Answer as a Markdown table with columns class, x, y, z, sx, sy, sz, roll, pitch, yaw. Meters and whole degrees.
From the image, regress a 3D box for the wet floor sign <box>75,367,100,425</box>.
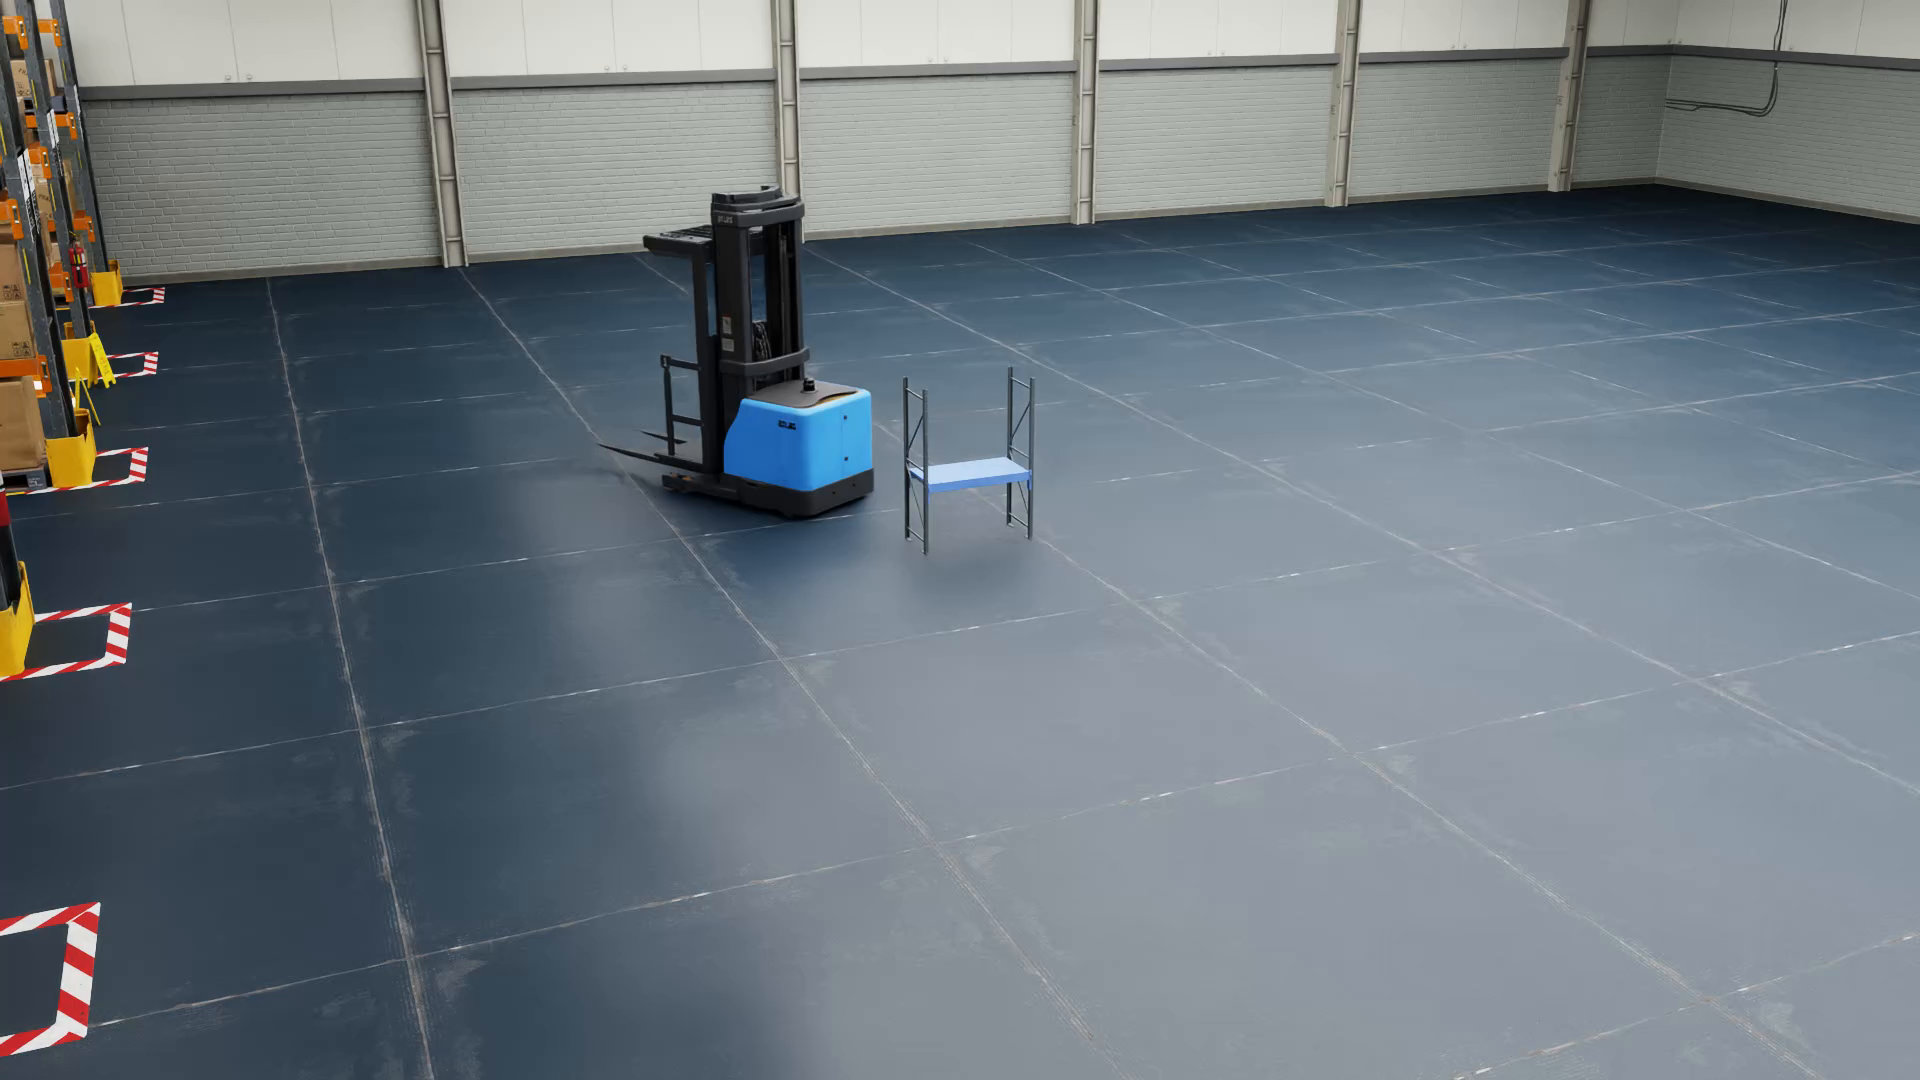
| class | x | y | z | sx | sy | sz | roll | pitch | yaw |
| --- | --- | --- | --- | --- | --- | --- | --- | --- | --- |
| wet floor sign | -9.853 | -1.615 | 18.671 | 0.232 | 0.644 | 0.267 | -12 | 23 | -31 |

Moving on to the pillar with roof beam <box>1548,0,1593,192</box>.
| class | x | y | z | sx | sy | sz | roll | pitch | yaw |
| --- | --- | --- | --- | --- | --- | --- | --- | --- | --- |
| pillar with roof beam | 15.137 | -10.774 | 32.105 | 0.400 | 9.000 | 9.100 | -8 | 21 | -22 |

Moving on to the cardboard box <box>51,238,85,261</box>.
| class | x | y | z | sx | sy | sz | roll | pitch | yaw |
| --- | --- | --- | --- | --- | --- | --- | --- | --- | --- |
| cardboard box | -13.417 | -4.344 | 24.880 | 0.500 | 0.250 | 0.500 | -7 | 21 | -20 |

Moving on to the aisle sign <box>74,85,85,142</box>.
| class | x | y | z | sx | sy | sz | roll | pitch | yaw |
| --- | --- | --- | --- | --- | --- | --- | --- | --- | --- |
| aisle sign | -12.941 | -6.273 | 24.439 | 0.004 | 0.787 | 0.394 | -8 | 21 | -22 |

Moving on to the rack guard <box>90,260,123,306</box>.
| class | x | y | z | sx | sy | sz | roll | pitch | yaw |
| --- | --- | --- | --- | --- | --- | --- | --- | --- | --- |
| rack guard | -13.096 | -3.952 | 25.525 | 0.348 | 0.500 | 1.175 | -8 | 21 | -22 |

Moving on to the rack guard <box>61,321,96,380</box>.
| class | x | y | z | sx | sy | sz | roll | pitch | yaw |
| --- | --- | --- | --- | --- | --- | --- | --- | --- | --- |
| rack guard | -11.218 | -2.425 | 21.190 | 0.348 | 0.500 | 1.175 | -8 | 21 | -22 |

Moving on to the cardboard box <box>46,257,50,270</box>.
| class | x | y | z | sx | sy | sz | roll | pitch | yaw |
| --- | --- | --- | --- | --- | --- | --- | --- | --- | --- |
| cardboard box | -11.407 | -3.381 | 20.520 | 0.250 | 0.149 | 0.380 | -7 | 21 | -20 |

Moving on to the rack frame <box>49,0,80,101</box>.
| class | x | y | z | sx | sy | sz | roll | pitch | yaw |
| --- | --- | --- | --- | --- | --- | --- | --- | --- | --- |
| rack frame | -13.118 | -7.957 | 24.105 | 0.127 | 3.000 | 1.000 | -8 | 21 | -22 |

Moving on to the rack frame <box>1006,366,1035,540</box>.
| class | x | y | z | sx | sy | sz | roll | pitch | yaw |
| --- | --- | --- | --- | --- | --- | --- | --- | --- | --- |
| rack frame | 0.545 | -0.786 | 15.028 | 0.032 | 1.500 | 0.500 | -8 | 21 | -22 |

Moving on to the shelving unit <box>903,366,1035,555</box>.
| class | x | y | z | sx | sy | sz | roll | pitch | yaw |
| --- | --- | --- | --- | --- | --- | --- | --- | --- | --- |
| shelving unit | 0.078 | -0.719 | 14.838 | 1.048 | 1.500 | 0.538 | -8 | 21 | -22 |

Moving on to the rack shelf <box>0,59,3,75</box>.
| class | x | y | z | sx | sy | sz | roll | pitch | yaw |
| --- | --- | --- | --- | --- | --- | --- | --- | --- | --- |
| rack shelf | -10.932 | -4.157 | 14.996 | 4.000 | 0.370 | 1.077 | -8 | 21 | -22 |

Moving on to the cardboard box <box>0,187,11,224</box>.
| class | x | y | z | sx | sy | sz | roll | pitch | yaw |
| --- | --- | --- | --- | --- | --- | --- | --- | --- | --- |
| cardboard box | -11.531 | -4.140 | 20.191 | 0.500 | 0.500 | 0.700 | -9 | 21 | -23 |

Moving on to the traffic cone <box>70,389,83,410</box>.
| class | x | y | z | sx | sy | sz | roll | pitch | yaw |
| --- | --- | --- | --- | --- | --- | --- | --- | --- | --- |
| traffic cone | -10.281 | -1.674 | 19.112 | 0.334 | 0.463 | 0.336 | -8 | 21 | -22 |

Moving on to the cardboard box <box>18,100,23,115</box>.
| class | x | y | z | sx | sy | sz | roll | pitch | yaw |
| --- | --- | --- | --- | --- | --- | --- | --- | --- | --- |
| cardboard box | -11.342 | -5.152 | 19.832 | 0.250 | 0.149 | 0.380 | -8 | 21 | -21 |

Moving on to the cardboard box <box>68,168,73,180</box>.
| class | x | y | z | sx | sy | sz | roll | pitch | yaw |
| --- | --- | --- | --- | --- | --- | --- | --- | --- | --- |
| cardboard box | -13.532 | -5.515 | 25.075 | 0.250 | 0.149 | 0.380 | -9 | 21 | -23 |

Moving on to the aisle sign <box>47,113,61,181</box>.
| class | x | y | z | sx | sy | sz | roll | pitch | yaw |
| --- | --- | --- | --- | --- | --- | --- | --- | --- | --- |
| aisle sign | -10.977 | -4.760 | 20.144 | 0.004 | 0.787 | 0.394 | -8 | 21 | -22 |

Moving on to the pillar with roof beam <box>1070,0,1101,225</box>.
| class | x | y | z | sx | sy | sz | roll | pitch | yaw |
| --- | --- | --- | --- | --- | --- | --- | --- | --- | --- |
| pillar with roof beam | 4.118 | -9.196 | 27.622 | 0.400 | 9.000 | 9.100 | -8 | 21 | -22 |

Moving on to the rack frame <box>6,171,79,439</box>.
| class | x | y | z | sx | sy | sz | roll | pitch | yaw |
| --- | --- | --- | --- | --- | --- | --- | --- | --- | --- |
| rack frame | -9.095 | -2.118 | 16.554 | 0.127 | 3.000 | 1.000 | -8 | 21 | -22 |

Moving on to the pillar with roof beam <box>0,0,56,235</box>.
| class | x | y | z | sx | sy | sz | roll | pitch | yaw |
| --- | --- | --- | --- | --- | --- | --- | --- | --- | --- |
| pillar with roof beam | -12.409 | -6.828 | 20.897 | 0.400 | 9.000 | 9.100 | -8 | 21 | -22 |

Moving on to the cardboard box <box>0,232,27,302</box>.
| class | x | y | z | sx | sy | sz | roll | pitch | yaw |
| --- | --- | --- | --- | --- | --- | --- | --- | --- | --- |
| cardboard box | -9.451 | -2.661 | 16.245 | 0.550 | 0.550 | 0.875 | -8 | 21 | -22 |

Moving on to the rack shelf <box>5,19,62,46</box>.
| class | x | y | z | sx | sy | sz | roll | pitch | yaw |
| --- | --- | --- | --- | --- | --- | --- | --- | --- | --- |
| rack shelf | -14.955 | -7.166 | 23.543 | 4.000 | 0.370 | 1.077 | -8 | 21 | -22 |

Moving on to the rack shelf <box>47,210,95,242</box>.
| class | x | y | z | sx | sy | sz | roll | pitch | yaw |
| --- | --- | --- | --- | --- | --- | --- | --- | --- | --- |
| rack shelf | -14.955 | -4.525 | 24.473 | 4.000 | 0.370 | 1.077 | -8 | 21 | -22 |

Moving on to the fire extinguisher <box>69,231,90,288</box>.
| class | x | y | z | sx | sy | sz | roll | pitch | yaw |
| --- | --- | --- | --- | --- | --- | --- | --- | --- | --- |
| fire extinguisher | -10.861 | -3.452 | 20.460 | 0.183 | 0.674 | 0.296 | -8 | 21 | -22 |

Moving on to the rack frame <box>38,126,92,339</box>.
| class | x | y | z | sx | sy | sz | roll | pitch | yaw |
| --- | --- | --- | --- | --- | --- | --- | --- | --- | --- |
| rack frame | -11.149 | -3.614 | 20.803 | 0.127 | 3.000 | 1.000 | -8 | 21 | -22 |

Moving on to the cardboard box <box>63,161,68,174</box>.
| class | x | y | z | sx | sy | sz | roll | pitch | yaw |
| --- | --- | --- | --- | --- | --- | --- | --- | --- | --- |
| cardboard box | -13.364 | -5.509 | 24.611 | 0.250 | 0.149 | 0.380 | -8 | 21 | -22 |

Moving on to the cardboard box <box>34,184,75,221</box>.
| class | x | y | z | sx | sy | sz | roll | pitch | yaw |
| --- | --- | --- | --- | --- | --- | --- | --- | --- | --- |
| cardboard box | -13.466 | -5.030 | 24.673 | 0.500 | 0.500 | 0.500 | -9 | 21 | -23 |

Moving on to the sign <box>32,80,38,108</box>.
| class | x | y | z | sx | sy | sz | roll | pitch | yaw |
| --- | --- | --- | --- | --- | --- | --- | --- | --- | --- |
| sign | -10.947 | -5.275 | 19.670 | 0.005 | 0.325 | 0.100 | -8 | 21 | -22 |

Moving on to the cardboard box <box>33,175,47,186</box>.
| class | x | y | z | sx | sy | sz | roll | pitch | yaw |
| --- | --- | --- | --- | --- | --- | --- | --- | --- | --- |
| cardboard box | -13.548 | -5.307 | 24.483 | 0.250 | 0.149 | 0.380 | -8 | 21 | -21 |

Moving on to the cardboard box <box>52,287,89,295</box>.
| class | x | y | z | sx | sy | sz | roll | pitch | yaw |
| --- | --- | --- | --- | --- | --- | --- | --- | --- | --- |
| cardboard box | -13.424 | -3.870 | 25.039 | 0.500 | 0.250 | 0.500 | -8 | 21 | -22 |

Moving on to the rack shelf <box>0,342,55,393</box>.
| class | x | y | z | sx | sy | sz | roll | pitch | yaw |
| --- | --- | --- | --- | --- | --- | --- | --- | --- | --- |
| rack shelf | -10.932 | -1.516 | 15.926 | 4.000 | 0.370 | 1.077 | -8 | 21 | -22 |

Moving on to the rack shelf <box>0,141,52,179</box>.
| class | x | y | z | sx | sy | sz | roll | pitch | yaw |
| --- | --- | --- | --- | --- | --- | --- | --- | --- | --- |
| rack shelf | -12.985 | -4.427 | 19.677 | 4.000 | 0.370 | 1.077 | -8 | 21 | -22 |

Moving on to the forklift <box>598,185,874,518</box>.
| class | x | y | z | sx | sy | sz | roll | pitch | yaw |
| --- | --- | --- | --- | --- | --- | --- | --- | --- | --- |
| forklift | -2.328 | -1.960 | 16.208 | 3.031 | 2.935 | 1.130 | 14 | 24 | 34 |

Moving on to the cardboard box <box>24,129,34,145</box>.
| class | x | y | z | sx | sy | sz | roll | pitch | yaw |
| --- | --- | --- | --- | --- | --- | --- | --- | --- | --- |
| cardboard box | -11.582 | -4.966 | 20.504 | 0.250 | 0.149 | 0.380 | -8 | 21 | -22 |

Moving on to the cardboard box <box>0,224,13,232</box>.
| class | x | y | z | sx | sy | sz | roll | pitch | yaw |
| --- | --- | --- | --- | --- | --- | --- | --- | --- | --- |
| cardboard box | -11.538 | -3.646 | 20.296 | 0.500 | 0.500 | 0.500 | -9 | 21 | -23 |

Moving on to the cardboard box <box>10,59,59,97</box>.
| class | x | y | z | sx | sy | sz | roll | pitch | yaw |
| --- | --- | --- | --- | --- | --- | --- | --- | --- | --- |
| cardboard box | -13.428 | -6.702 | 24.123 | 0.500 | 0.500 | 0.500 | -7 | 21 | -20 |

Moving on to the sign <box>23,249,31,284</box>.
| class | x | y | z | sx | sy | sz | roll | pitch | yaw |
| --- | --- | --- | --- | --- | --- | --- | --- | --- | --- |
| sign | -8.893 | -2.609 | 15.847 | 0.005 | 0.325 | 0.100 | -8 | 21 | -22 |

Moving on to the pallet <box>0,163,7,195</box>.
| class | x | y | z | sx | sy | sz | roll | pitch | yaw |
| --- | --- | --- | --- | --- | --- | --- | --- | --- | --- |
| pallet | -9.772 | -3.390 | 15.784 | 1.213 | 0.211 | 1.003 | -8 | 21 | -22 |

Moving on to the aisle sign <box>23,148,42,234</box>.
| class | x | y | z | sx | sy | sz | roll | pitch | yaw |
| --- | --- | --- | --- | --- | --- | --- | --- | --- | --- |
| aisle sign | -9.149 | -3.445 | 16.409 | 0.004 | 0.787 | 0.394 | -8 | 21 | -22 |

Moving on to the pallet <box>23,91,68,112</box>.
| class | x | y | z | sx | sy | sz | roll | pitch | yaw |
| --- | --- | --- | --- | --- | --- | --- | --- | --- | --- |
| pallet | -13.778 | -6.415 | 24.376 | 1.213 | 0.211 | 1.003 | -8 | 21 | -22 |

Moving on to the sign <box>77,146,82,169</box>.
| class | x | y | z | sx | sy | sz | roll | pitch | yaw |
| --- | --- | --- | --- | --- | --- | --- | --- | --- | --- |
| sign | -12.916 | -5.618 | 24.394 | 0.005 | 0.325 | 0.100 | -8 | 21 | -22 |
